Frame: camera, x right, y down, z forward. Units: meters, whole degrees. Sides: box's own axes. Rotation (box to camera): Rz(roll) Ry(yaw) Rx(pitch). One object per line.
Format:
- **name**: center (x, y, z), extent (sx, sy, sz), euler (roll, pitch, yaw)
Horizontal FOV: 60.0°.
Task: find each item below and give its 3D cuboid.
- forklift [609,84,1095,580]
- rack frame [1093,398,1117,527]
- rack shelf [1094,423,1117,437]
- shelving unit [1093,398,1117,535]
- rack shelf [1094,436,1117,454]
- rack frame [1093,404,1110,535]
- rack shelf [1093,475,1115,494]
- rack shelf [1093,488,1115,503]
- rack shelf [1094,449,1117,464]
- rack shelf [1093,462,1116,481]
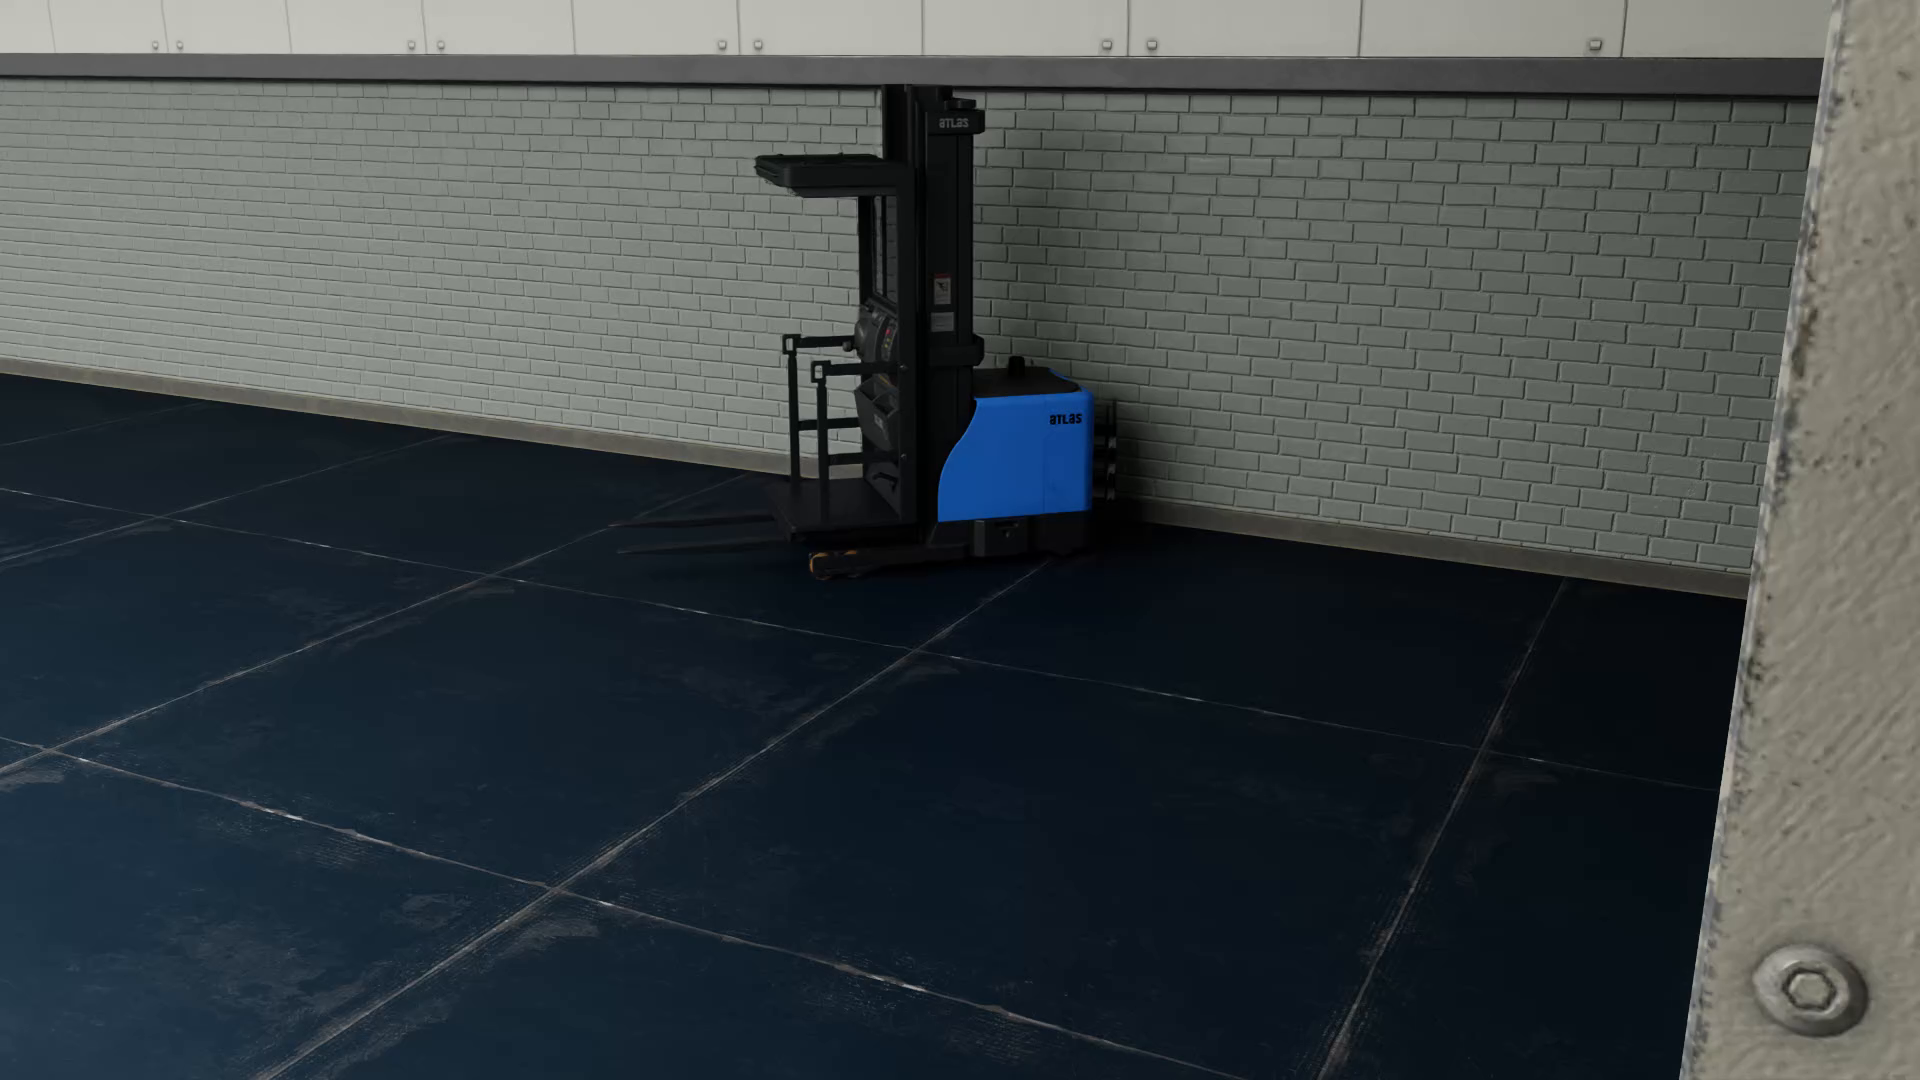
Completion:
- **forklift**: center (-0.709, -1.324, 10.407), extent (3.031, 2.935, 1.130), euler (-5, 17, -15)
- **rack frame**: center (0.936, -0.530, 11.301), extent (0.240, 0.900, 0.006), euler (6, 17, 18)
- **rack shelf**: center (0.903, -0.730, 11.142), extent (0.258, 0.077, 0.200), euler (6, 17, 18)
- **shelving unit**: center (0.903, -0.503, 11.209), extent (0.258, 0.900, 0.210), euler (6, 17, 18)
- **rack shelf**: center (0.903, -0.643, 11.167), extent (0.258, 0.077, 0.200), euler (6, 17, 18)
- **rack frame**: center (0.871, -0.476, 11.117), extent (0.240, 0.900, 0.006), euler (6, 17, 18)
- **rack shelf**: center (0.903, -0.385, 11.244), extent (0.258, 0.077, 0.200), euler (6, 17, 18)
- **rack shelf**: center (0.903, -0.298, 11.270), extent (0.258, 0.077, 0.200), euler (6, 17, 18)
- **rack shelf**: center (0.903, -0.557, 11.193), extent (0.258, 0.077, 0.200), euler (6, 17, 18)
- **rack shelf**: center (0.903, -0.471, 11.219), extent (0.258, 0.077, 0.200), euler (6, 17, 18)
